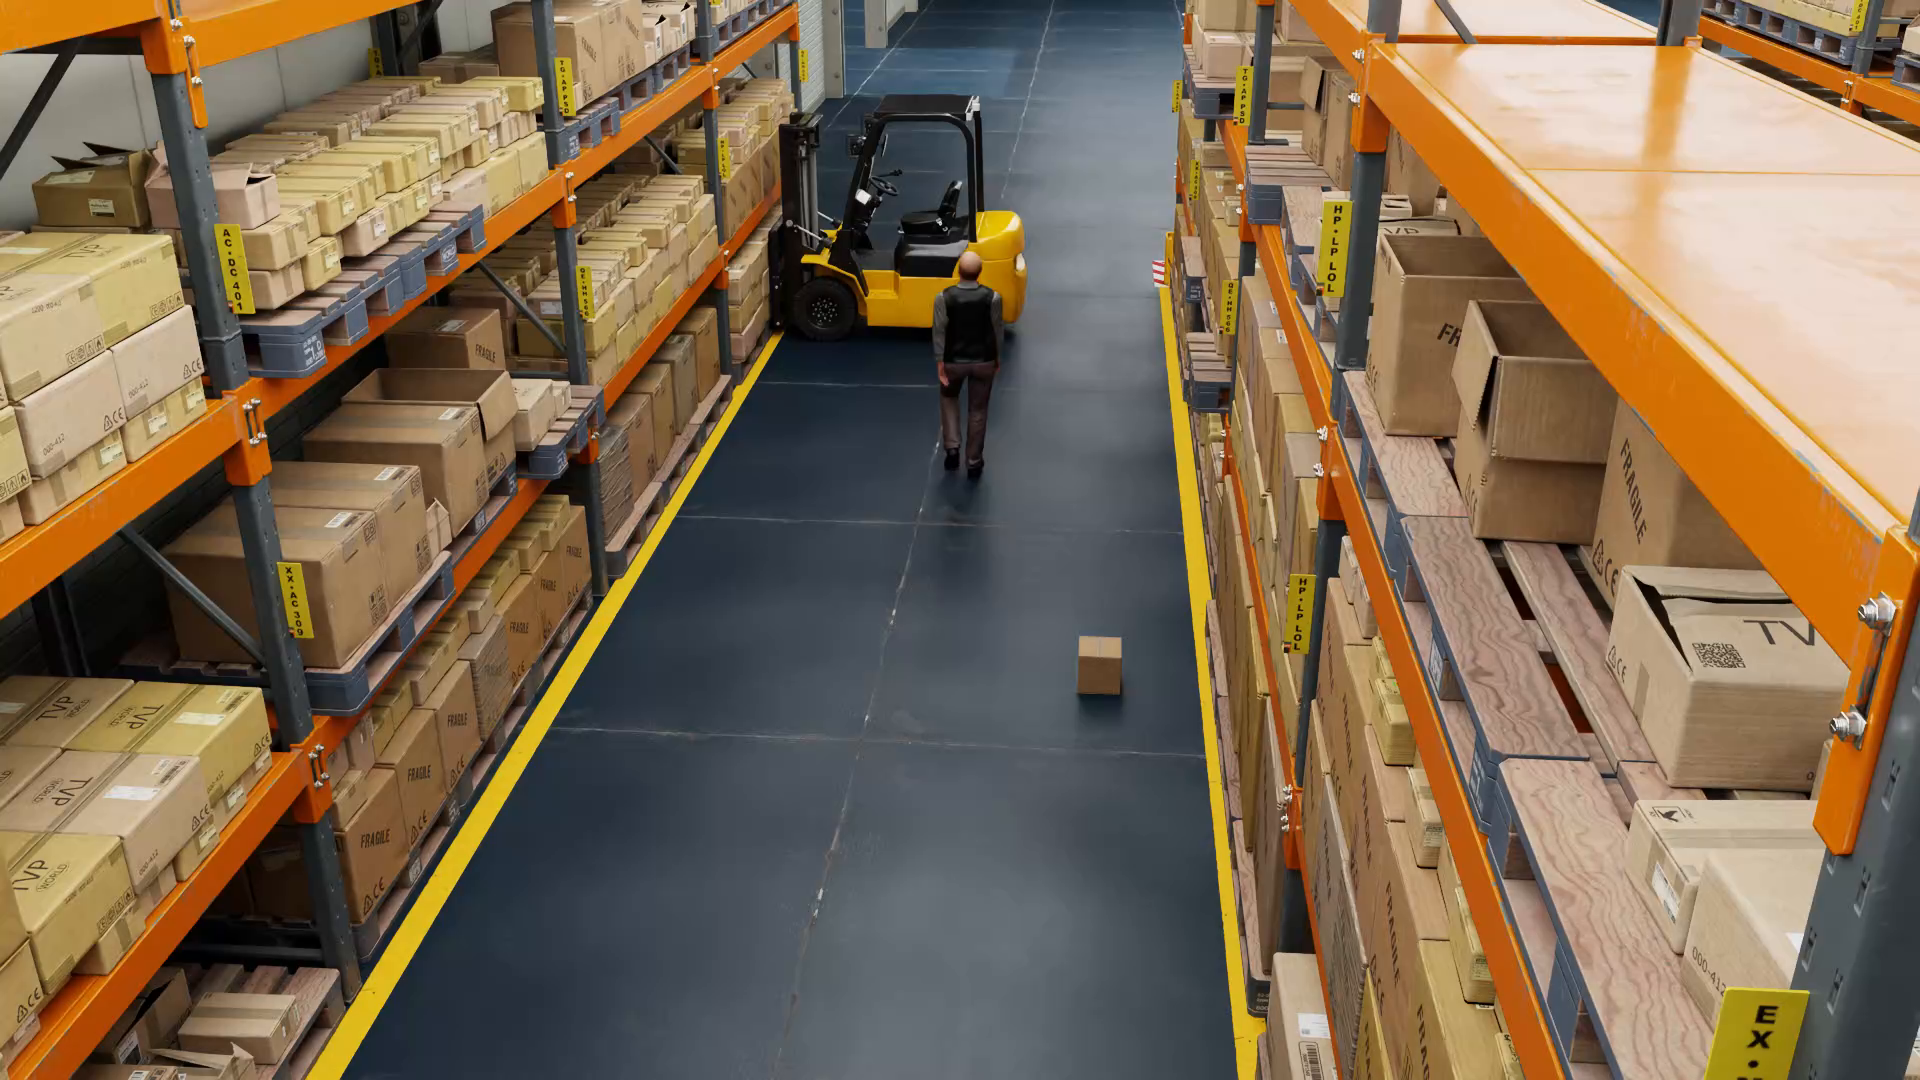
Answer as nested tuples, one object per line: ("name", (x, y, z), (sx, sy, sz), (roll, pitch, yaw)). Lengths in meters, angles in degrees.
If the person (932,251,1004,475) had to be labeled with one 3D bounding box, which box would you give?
("person", (0.064, -1.336, 12.584), (0.536, 1.761, 0.482), (1, 24, 2))
